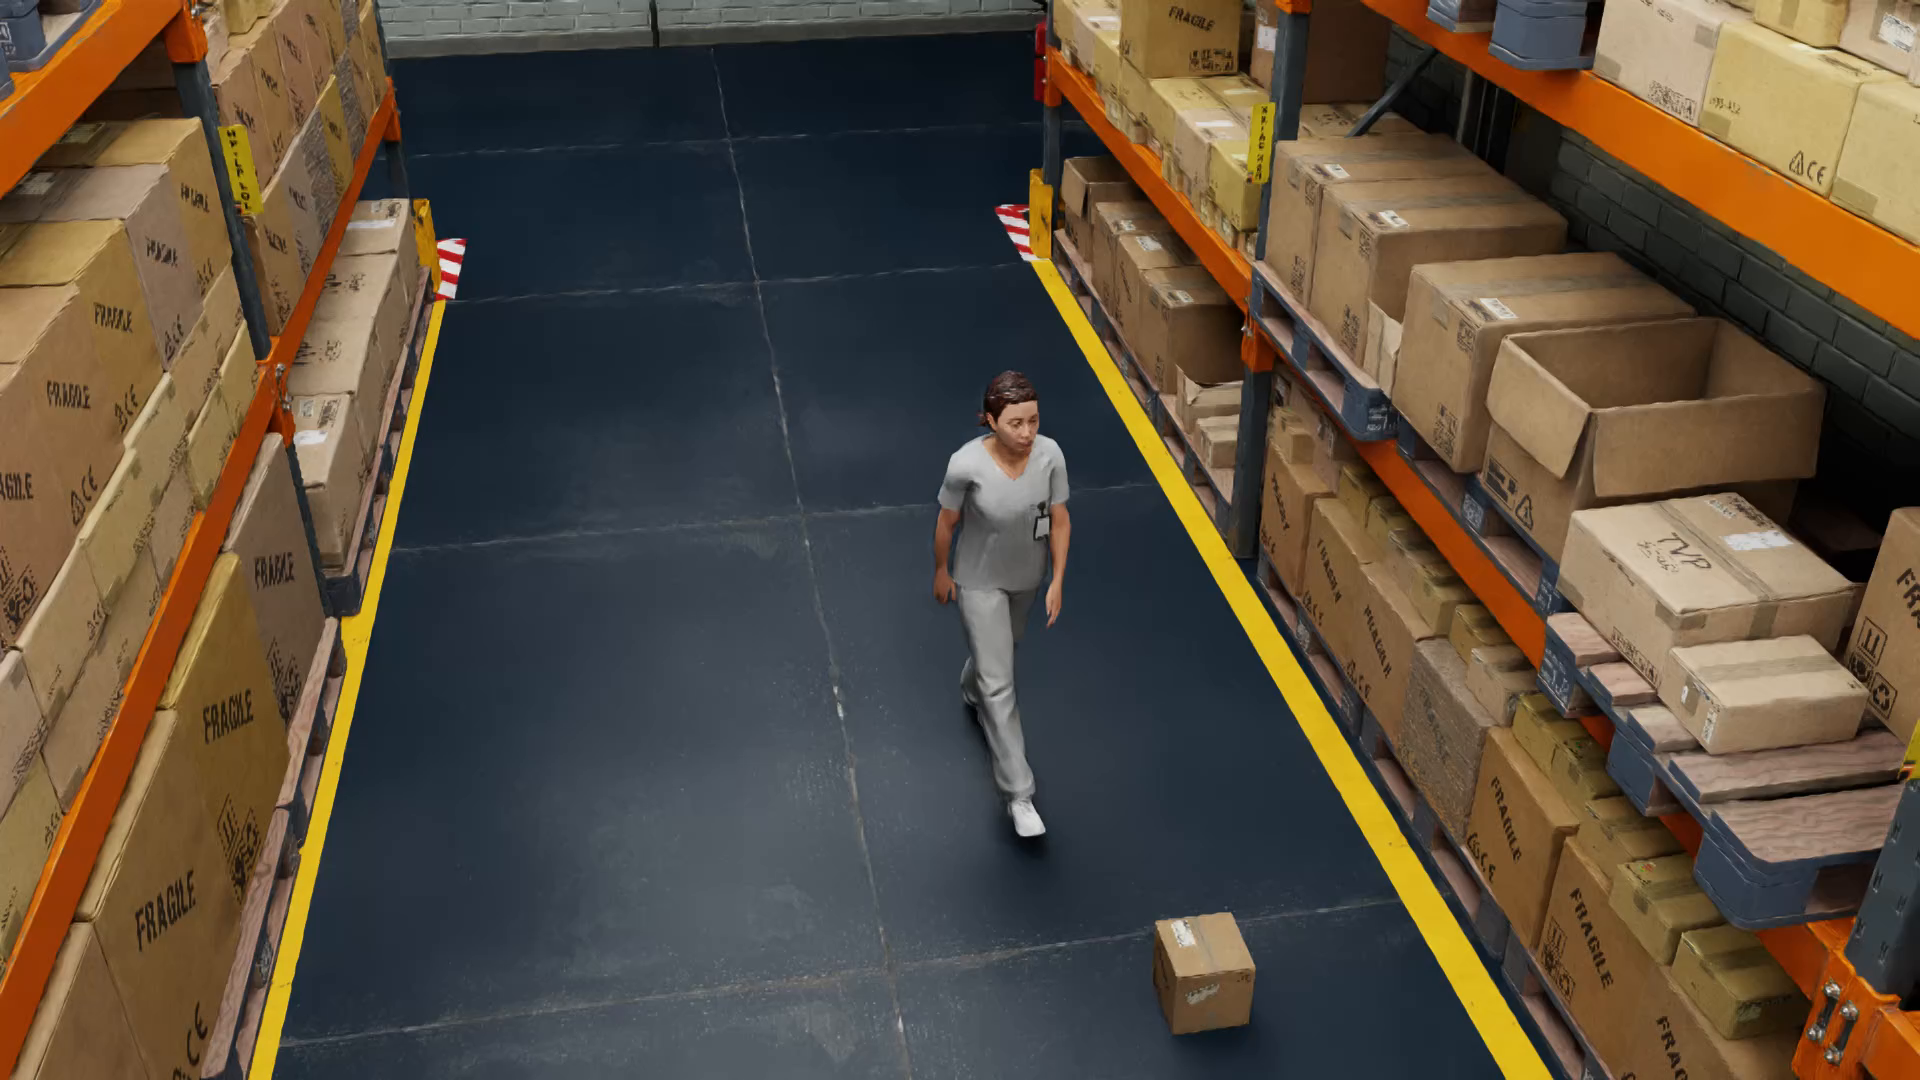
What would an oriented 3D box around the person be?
[{"bbox_3d":[0.188,0.268,5.913,0.457,1.365,0.994,-13,33,-20],"label":"person"}]
